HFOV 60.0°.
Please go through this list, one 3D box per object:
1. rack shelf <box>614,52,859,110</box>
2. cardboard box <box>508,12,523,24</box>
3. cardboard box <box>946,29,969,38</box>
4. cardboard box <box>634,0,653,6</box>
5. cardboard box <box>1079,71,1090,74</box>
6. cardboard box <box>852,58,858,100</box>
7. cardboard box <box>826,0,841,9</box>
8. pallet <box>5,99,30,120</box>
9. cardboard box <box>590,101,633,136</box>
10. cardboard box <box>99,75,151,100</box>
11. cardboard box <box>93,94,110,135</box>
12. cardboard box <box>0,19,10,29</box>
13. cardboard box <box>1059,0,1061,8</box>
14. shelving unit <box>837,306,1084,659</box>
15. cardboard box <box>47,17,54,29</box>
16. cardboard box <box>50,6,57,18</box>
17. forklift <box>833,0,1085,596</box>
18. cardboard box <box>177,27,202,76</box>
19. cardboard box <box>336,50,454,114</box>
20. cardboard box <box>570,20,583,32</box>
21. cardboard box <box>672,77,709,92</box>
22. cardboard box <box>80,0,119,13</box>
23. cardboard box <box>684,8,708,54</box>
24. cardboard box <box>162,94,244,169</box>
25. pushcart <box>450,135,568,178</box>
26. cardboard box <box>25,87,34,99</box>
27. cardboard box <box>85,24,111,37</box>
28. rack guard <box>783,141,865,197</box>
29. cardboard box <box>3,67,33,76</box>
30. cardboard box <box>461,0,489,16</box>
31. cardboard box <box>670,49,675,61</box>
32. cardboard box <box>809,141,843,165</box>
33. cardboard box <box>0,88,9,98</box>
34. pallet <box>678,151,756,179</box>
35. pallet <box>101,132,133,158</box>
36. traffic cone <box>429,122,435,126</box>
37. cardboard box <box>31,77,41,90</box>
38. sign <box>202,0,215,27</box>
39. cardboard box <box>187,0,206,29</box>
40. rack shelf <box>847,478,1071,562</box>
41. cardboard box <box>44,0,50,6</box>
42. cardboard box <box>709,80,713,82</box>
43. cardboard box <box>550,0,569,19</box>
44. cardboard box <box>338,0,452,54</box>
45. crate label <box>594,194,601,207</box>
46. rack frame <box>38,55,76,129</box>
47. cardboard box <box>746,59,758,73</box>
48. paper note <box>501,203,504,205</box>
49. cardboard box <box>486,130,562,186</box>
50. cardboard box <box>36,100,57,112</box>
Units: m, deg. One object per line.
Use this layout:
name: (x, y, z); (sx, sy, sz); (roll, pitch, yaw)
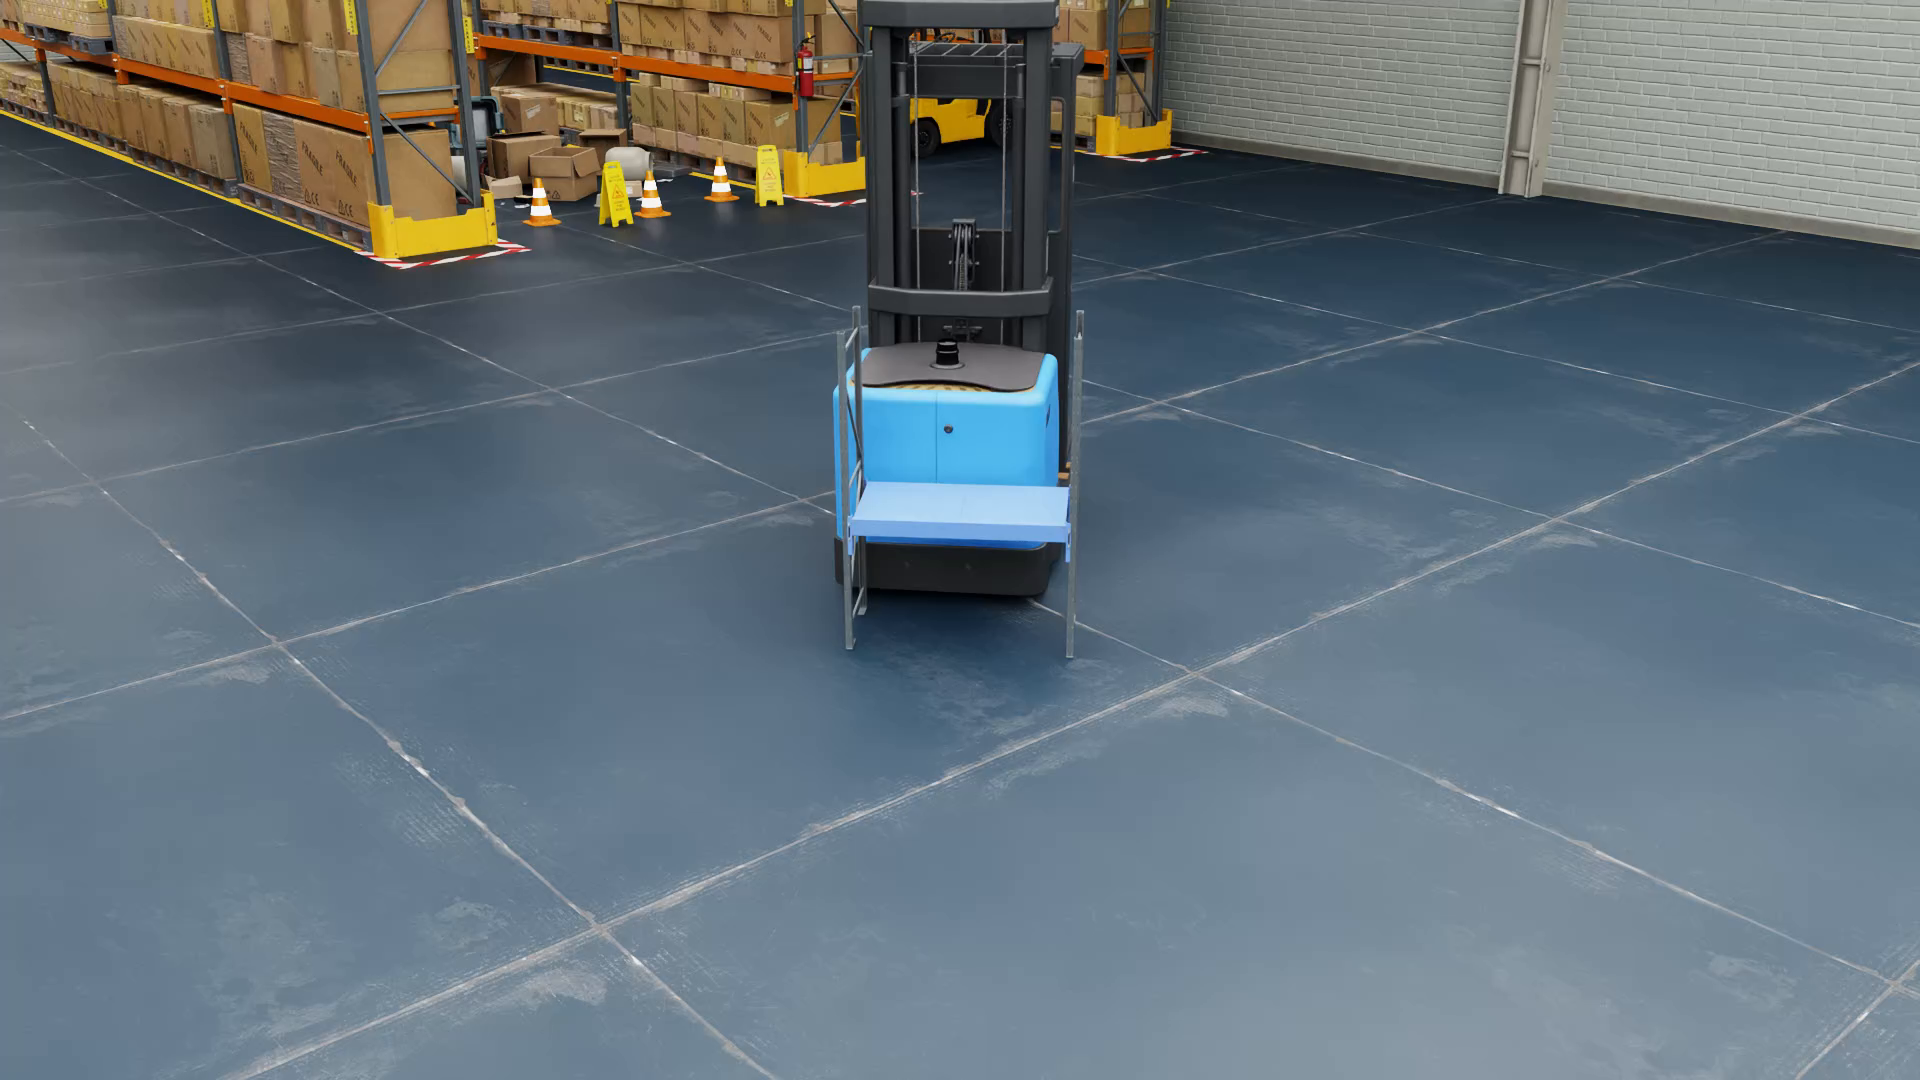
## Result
rack shelf: (-2.749, -5.674, 20.343); (1.077, 0.370, 4.000); (-17, 27, -37)
cardboard box: (-6.127, -7.357, 23.424); (0.380, 0.149, 0.250); (-17, 27, -37)
cardboard box: (0.148, -7.466, 23.795); (0.500, 0.500, 0.500); (-17, 27, -37)
cardboard box: (-3.614, -6.892, 20.552); (0.700, 0.500, 0.500); (-17, 27, -37)
cardboard box: (1.440, -6.212, 22.555); (0.500, 0.250, 0.500); (-17, 27, -36)
cardboard box: (-1.146, -7.191, 25.912); (0.875, 0.625, 0.625); (-18, 28, -38)
cardboard box: (-1.796, -8.408, 25.859); (0.500, 0.250, 0.500); (-17, 27, -37)
pallet: (-14.226, -6.781, 26.008); (1.003, 0.211, 1.213); (-17, 27, -37)
cardboard box: (-4.398, -5.677, 22.394); (0.950, 0.372, 0.625); (-17, 27, -37)
cardboard box: (-10.994, -5.967, 21.930); (0.500, 0.250, 0.500); (-18, 28, -39)
cardboard box: (-11.313, -5.755, 22.417); (0.500, 0.500, 0.500); (-16, 27, -35)
cardboard box: (-14.399, -7.886, 25.350); (0.380, 0.149, 0.250); (-17, 27, -36)
cardboard box: (1.411, -7.237, 22.322); (0.380, 0.149, 0.250); (-18, 27, -38)
shelving unit: (0.015, -0.264, 7.596); (1.048, 1.500, 0.538); (2, 22, 5)
cardboard box: (-12.195, -7.066, 22.680); (0.380, 0.149, 0.250); (-18, 28, -38)
cardboard box: (-12.029, -7.132, 22.441); (0.380, 0.149, 0.250); (-18, 28, -38)
forklift: (0.081, -1.593, 9.032); (1.130, 2.935, 3.031); (3, 22, 7)
cardboard box: (-8.611, -5.621, 19.086); (0.500, 0.500, 0.500); (-18, 28, -38)
cardboard box: (-5.404, -4.411, 15.928); (0.875, 0.550, 0.550); (-17, 27, -37)
cardboard box: (-4.953, -6.856, 22.144); (0.380, 0.149, 0.250); (-18, 28, -38)
cardboard box: (-3.323, -5.636, 20.538); (0.380, 0.149, 0.250); (-16, 26, -34)
cardboard box: (-11.016, -6.842, 21.292); (0.380, 0.149, 0.250); (-19, 28, -39)
cardboard box: (-2.970, -6.148, 20.024); (0.500, 0.500, 0.500); (-17, 27, -37)
cardboard box: (-8.838, -4.920, 19.942); (1.050, 0.750, 0.750); (-17, 27, -37)
pushcart: (-5.749, -4.784, 20.680); (0.936, 0.377, 1.648); (12, 24, 27)
cardboard box: (-13.781, -6.725, 24.965); (0.380, 0.149, 0.250); (-19, 28, -39)
cardboard box: (-11.019, -6.565, 21.402); (0.380, 0.149, 0.250); (-17, 27, -37)
rack guard: (-1.493, -4.313, 19.310); (1.175, 0.500, 0.348); (-17, 27, -37)
cardboard box: (-14.750, -7.314, 26.063); (0.380, 0.149, 0.250); (-16, 27, -35)
cardboard box: (-7.174, -7.902, 24.567); (0.500, 0.250, 0.500); (-18, 27, -38)
cardboard box: (-3.358, -6.014, 20.571); (0.380, 0.149, 0.250); (-18, 27, -38)
cardboard box: (-1.760, -4.660, 19.963); (0.500, 0.250, 0.500); (-18, 28, -38)
cardboard box: (-14.988, -7.101, 26.334); (0.380, 0.149, 0.250); (-17, 27, -37)
pallet: (-2.788, -4.748, 20.818); (1.003, 0.211, 1.213); (-17, 27, -37)
pallet: (-10.858, -5.378, 22.425); (1.003, 0.211, 1.213); (-17, 27, -37)
traffic cone: (-6.871, -5.231, 21.706); (0.336, 0.463, 0.334); (-17, 27, -37)
cardboard box: (-13.586, -6.808, 24.769); (0.380, 0.149, 0.250); (-17, 27, -37)
sign: (-8.143, -5.725, 18.009); (0.100, 0.325, 0.005); (-17, 27, -37)
cardboard box: (-8.404, -6.144, 19.050); (0.700, 0.500, 0.500); (-18, 28, -38)
rack shelf: (0.015, -0.097, 7.663); (1.000, 0.185, 0.538); (2, 22, 5)
cardboard box: (-12.207, -7.345, 22.578); (0.380, 0.149, 0.250); (-16, 27, -36)
cardboard box: (-3.465, -5.726, 21.656); (0.500, 0.500, 0.500); (-18, 28, -38)
cardboard box: (-5.186, -7.295, 22.376); (0.500, 0.500, 0.500); (-16, 27, -36)
cardboard box: (-5.340, -4.934, 15.782); (0.875, 0.550, 0.550); (-17, 27, -37)
crate label: (-3.880, -3.779, 18.445); (0.298, 0.136, 0.250); (7, 23, 18)
rack frame: (-12.960, -7.565, 24.186); (1.000, 3.000, 0.127); (-17, 27, -37)
cardboard box: (-2.250, -5.511, 19.286); (0.380, 0.149, 0.250); (-18, 28, -38)
paper note: (-5.102, -3.752, 18.550); (0.032, 0.001, 0.123); (-4, 22, -10)
cardboard box: (-5.124, -4.496, 19.586); (0.797, 0.637, 0.503); (-17, 27, -37)
cardboard box: (-13.474, -6.460, 24.699); (0.380, 0.149, 0.250); (-17, 27, -37)
